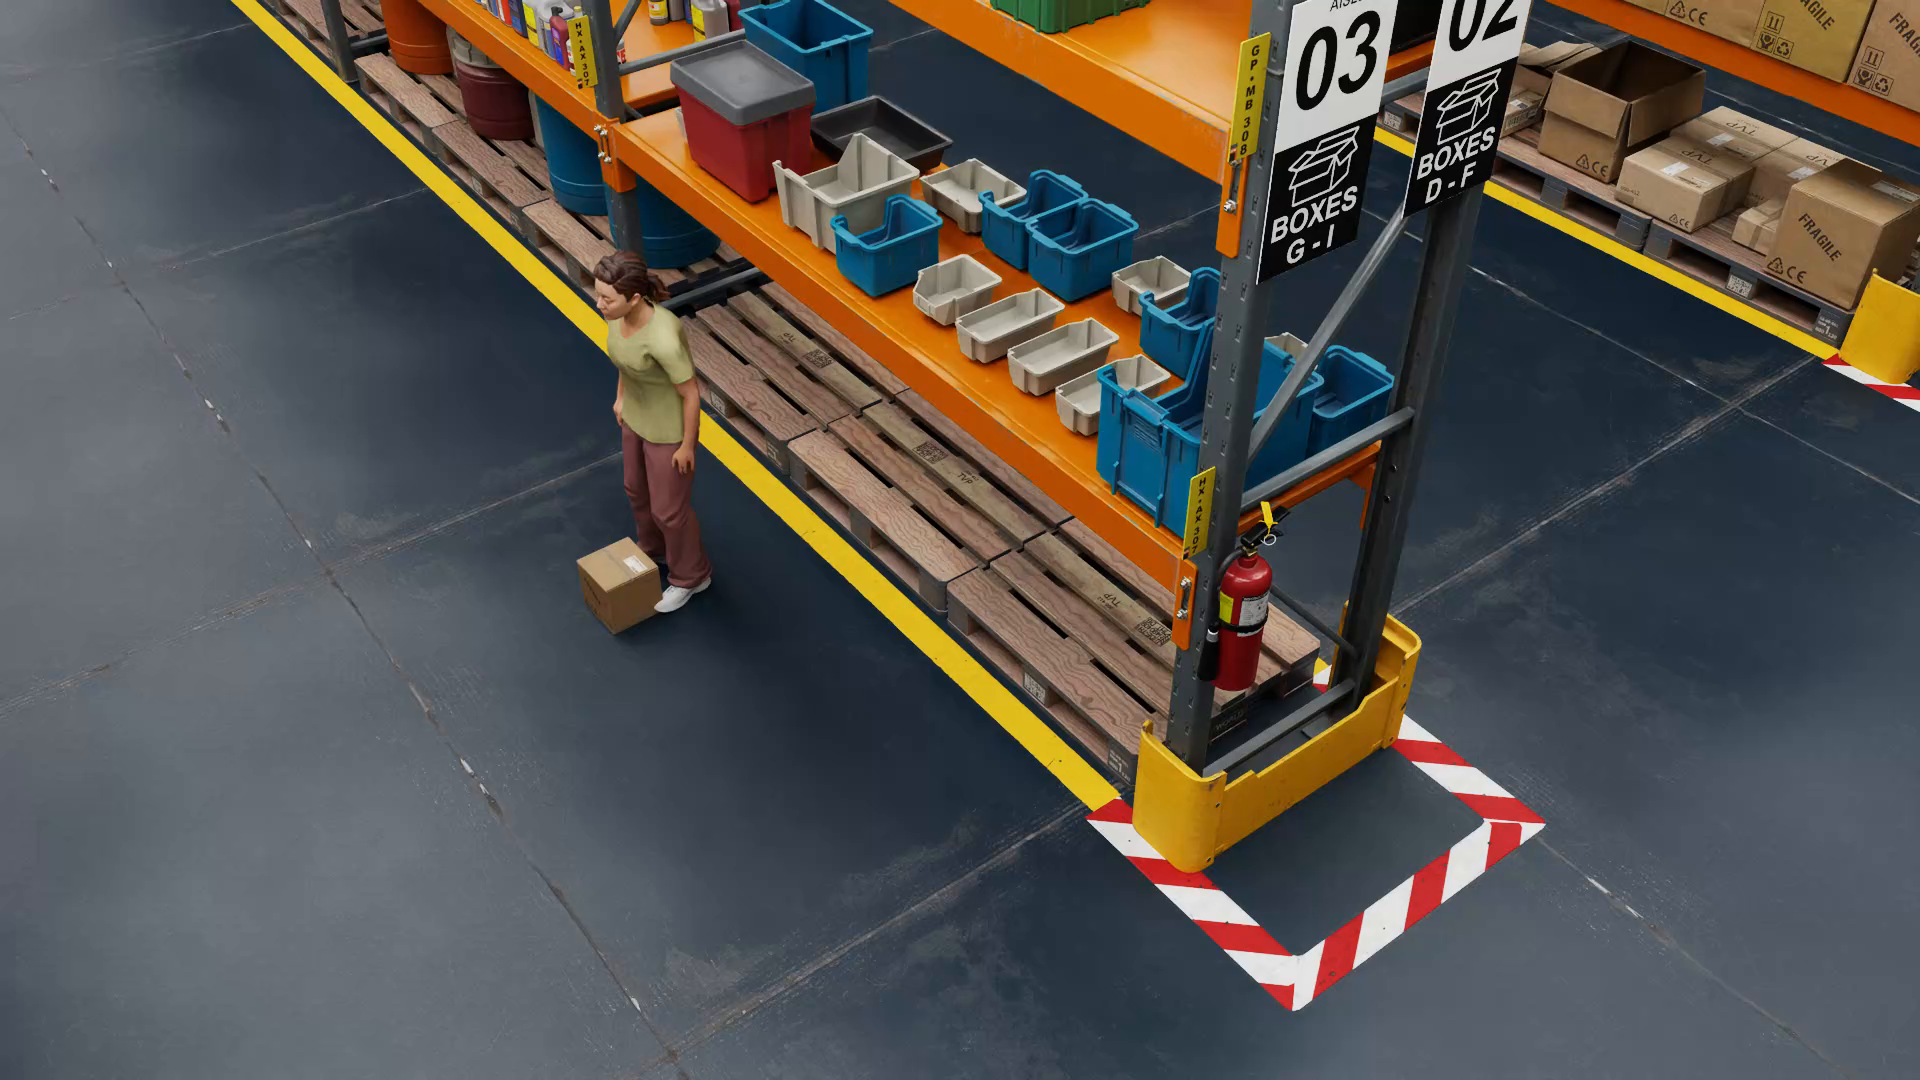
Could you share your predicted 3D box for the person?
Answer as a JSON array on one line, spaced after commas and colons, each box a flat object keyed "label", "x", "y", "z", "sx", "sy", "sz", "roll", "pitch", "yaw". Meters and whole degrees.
[{"label": "person", "x": -1.236, "y": -0.447, "z": 6.685, "sx": 0.360, "sy": 1.668, "sz": 0.521, "roll": -29, "pitch": 48, "yaw": -30}]
